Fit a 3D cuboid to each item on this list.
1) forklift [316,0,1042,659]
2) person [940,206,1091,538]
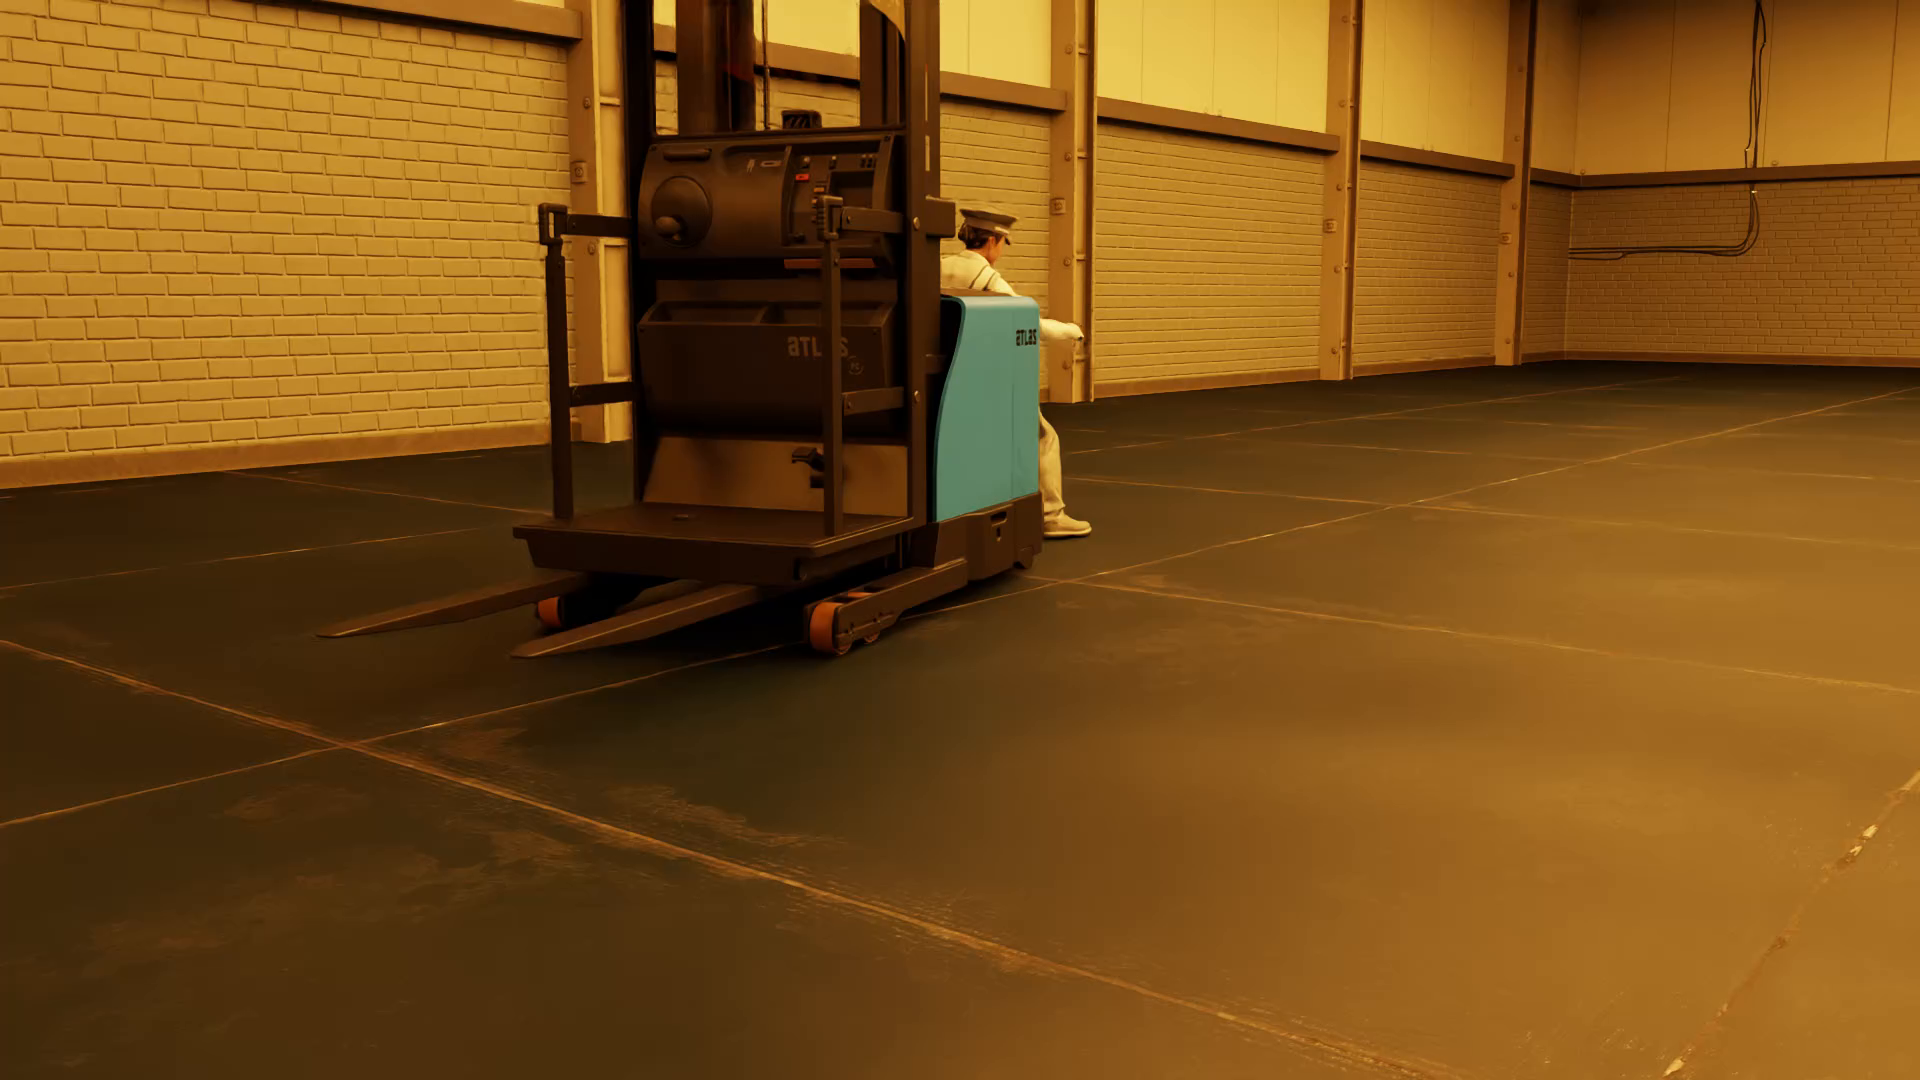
[{"bbox_3d":[-0.729,-1.171,5.286,1.130,2.935,3.031,4,9,23],"label":"forklift"},{"bbox_3d":[0.161,-0.776,7.627,0.906,1.470,0.710,8,12,44],"label":"person"}]
